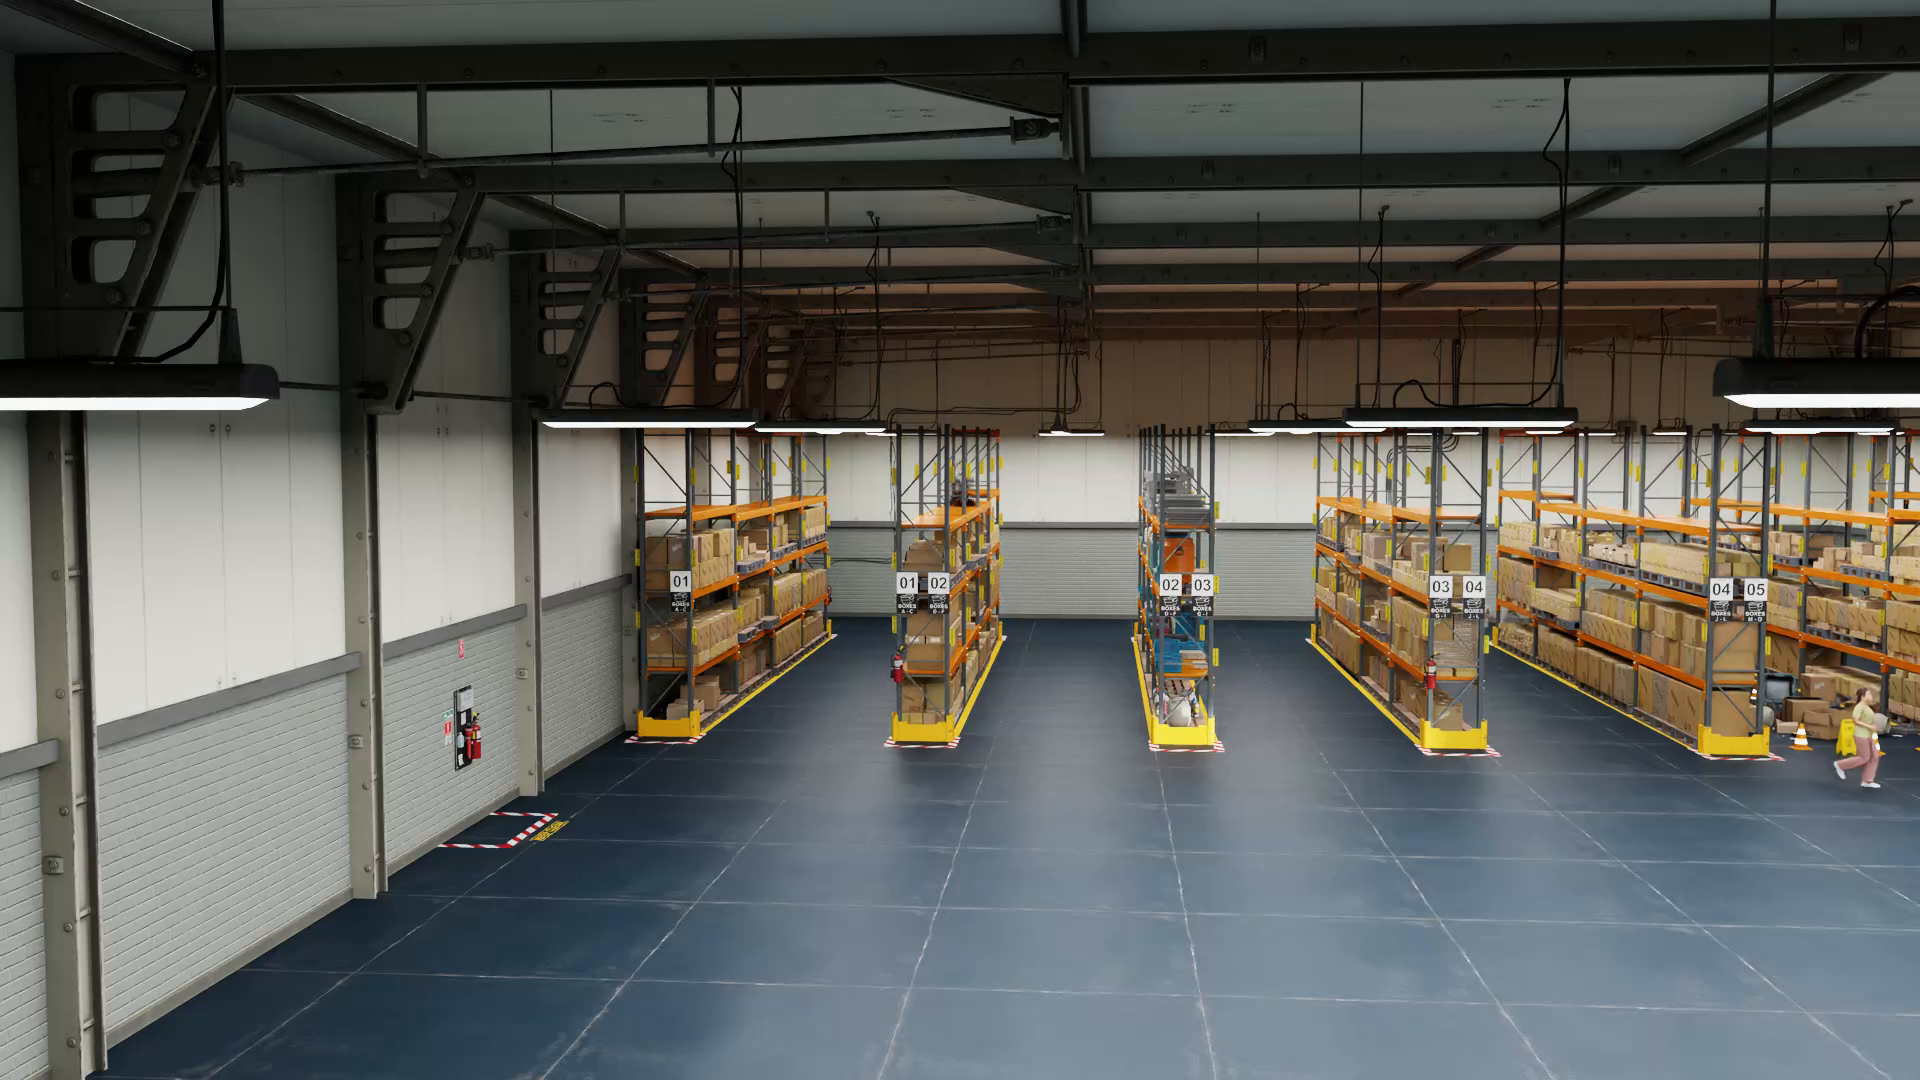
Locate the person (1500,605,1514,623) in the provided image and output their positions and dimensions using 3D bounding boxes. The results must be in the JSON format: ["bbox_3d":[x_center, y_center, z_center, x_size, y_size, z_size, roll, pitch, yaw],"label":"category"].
[{"bbox_3d":[15.545,2.035,47.336,0.524,1.628,0.665,0,3,-1],"label":"person"}]

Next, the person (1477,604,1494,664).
[{"bbox_3d":[13.331,2.253,42.605,0.632,1.834,0.804,1,4,11],"label":"person"}]

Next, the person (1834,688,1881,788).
[{"bbox_3d":[14.816,3.234,27.383,0.710,1.632,0.579,3,5,43],"label":"person"}]

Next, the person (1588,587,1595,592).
[{"bbox_3d":[16.733,2.146,44.042,0.682,1.796,0.846,0,4,8],"label":"person"}]
